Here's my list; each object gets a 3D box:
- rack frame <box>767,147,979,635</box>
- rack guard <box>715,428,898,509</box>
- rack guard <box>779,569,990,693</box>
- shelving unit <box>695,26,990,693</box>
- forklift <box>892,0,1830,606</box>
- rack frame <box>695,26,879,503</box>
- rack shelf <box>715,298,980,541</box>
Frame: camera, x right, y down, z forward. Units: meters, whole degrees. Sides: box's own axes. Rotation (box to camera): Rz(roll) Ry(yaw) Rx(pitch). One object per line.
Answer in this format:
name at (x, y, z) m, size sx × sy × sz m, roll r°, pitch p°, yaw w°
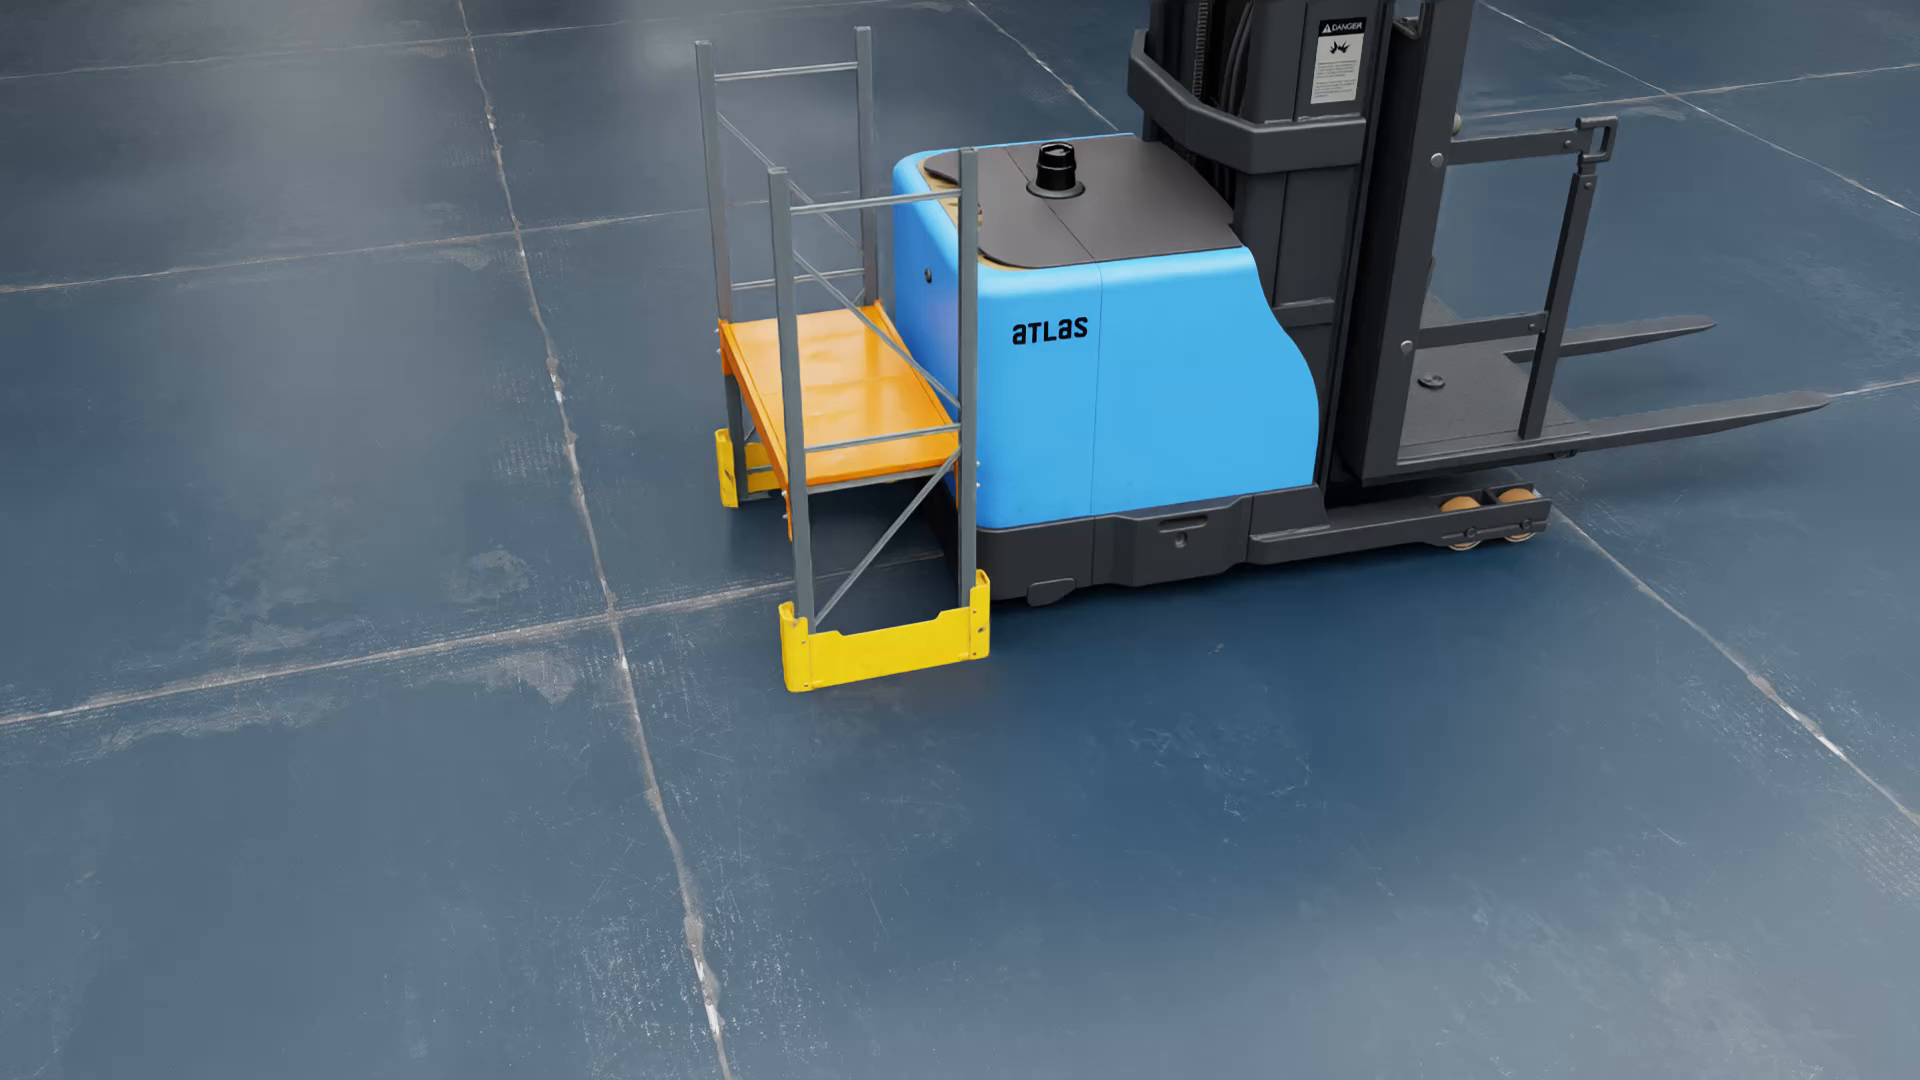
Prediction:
rack frame at (-0.199, -0.258, 4.281) m, size 0.500 × 1.500 × 0.032 m, roll -10°, pitch 35°, yaw -14°
rack guard at (-0.495, -0.272, 5.435) m, size 0.587 × 0.250 × 0.087 m, roll -10°, pitch 35°, yaw -14°
rack guard at (-0.205, 0.253, 4.641) m, size 0.587 × 0.250 × 0.087 m, roll -10°, pitch 35°, yaw -14°
shelving unit at (-0.350, -0.531, 4.693) m, size 0.587 × 1.500 × 1.083 m, roll -10°, pitch 35°, yaw -14°
forklift at (1.355, -1.464, 4.807) m, size 3.031 × 2.935 × 1.130 m, roll -8°, pitch 34°, yaw -12°
rack frame at (-0.496, -0.794, 5.092) m, size 0.500 × 1.500 × 0.032 m, roll -10°, pitch 35°, yaw -14°
rack shelf at (-0.348, -0.376, 4.785) m, size 0.538 × 0.185 × 1.000 m, roll -10°, pitch 35°, yaw -14°
